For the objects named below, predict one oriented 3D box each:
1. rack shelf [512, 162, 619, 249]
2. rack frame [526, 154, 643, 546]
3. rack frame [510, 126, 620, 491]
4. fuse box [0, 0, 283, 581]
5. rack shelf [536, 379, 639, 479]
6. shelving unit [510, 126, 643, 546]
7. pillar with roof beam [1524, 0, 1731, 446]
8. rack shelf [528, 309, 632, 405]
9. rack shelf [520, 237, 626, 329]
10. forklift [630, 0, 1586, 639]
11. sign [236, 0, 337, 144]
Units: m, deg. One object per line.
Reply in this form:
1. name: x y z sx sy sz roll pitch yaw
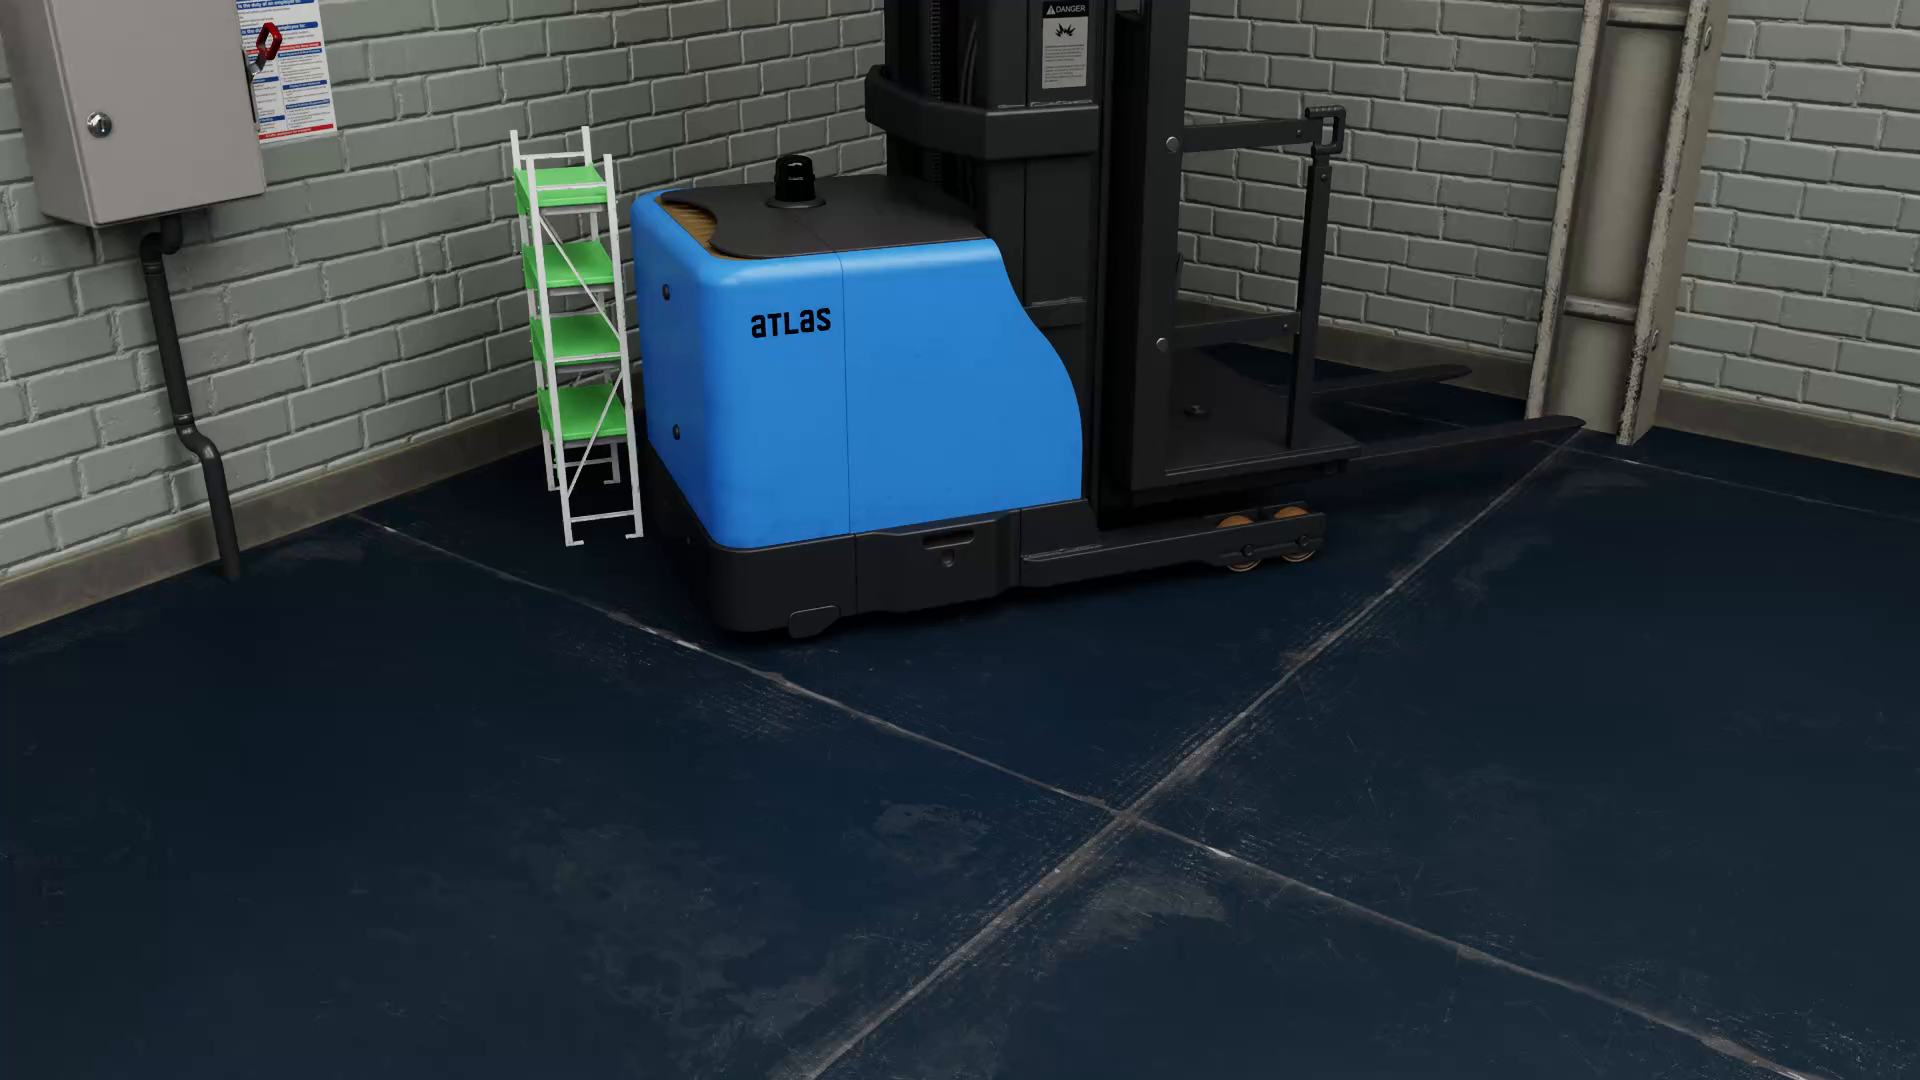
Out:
1. rack shelf: -1.200 -1.021 5.048 0.258 0.148 0.480 -8 25 -17
2. rack frame: -1.121 -0.548 5.005 0.240 1.200 0.015 -8 25 -17
3. rack frame: -1.280 -0.734 5.427 0.240 1.200 0.015 -8 25 -17
4. fuse box: -2.144 -0.674 4.659 0.414 1.711 0.539 17 29 33
5. rack shelf: -1.200 -0.362 5.338 0.258 0.148 0.480 -8 25 -17
6. shelving unit: -1.200 -0.641 5.216 0.258 1.200 0.503 -8 25 -17
7. pillar with roof beam: -0.219 -3.167 1.278 0.400 9.000 9.100 17 29 33
8. rack shelf: -1.200 -0.582 5.241 0.258 0.148 0.480 -8 25 -17
9. rack shelf: -1.200 -0.802 5.145 0.258 0.148 0.480 -8 25 -17
10. forklift: 0.579 -1.433 4.868 3.031 2.935 1.130 -9 25 -20
11. sign: -2.013 -1.430 4.893 0.001 0.494 0.329 17 29 33
